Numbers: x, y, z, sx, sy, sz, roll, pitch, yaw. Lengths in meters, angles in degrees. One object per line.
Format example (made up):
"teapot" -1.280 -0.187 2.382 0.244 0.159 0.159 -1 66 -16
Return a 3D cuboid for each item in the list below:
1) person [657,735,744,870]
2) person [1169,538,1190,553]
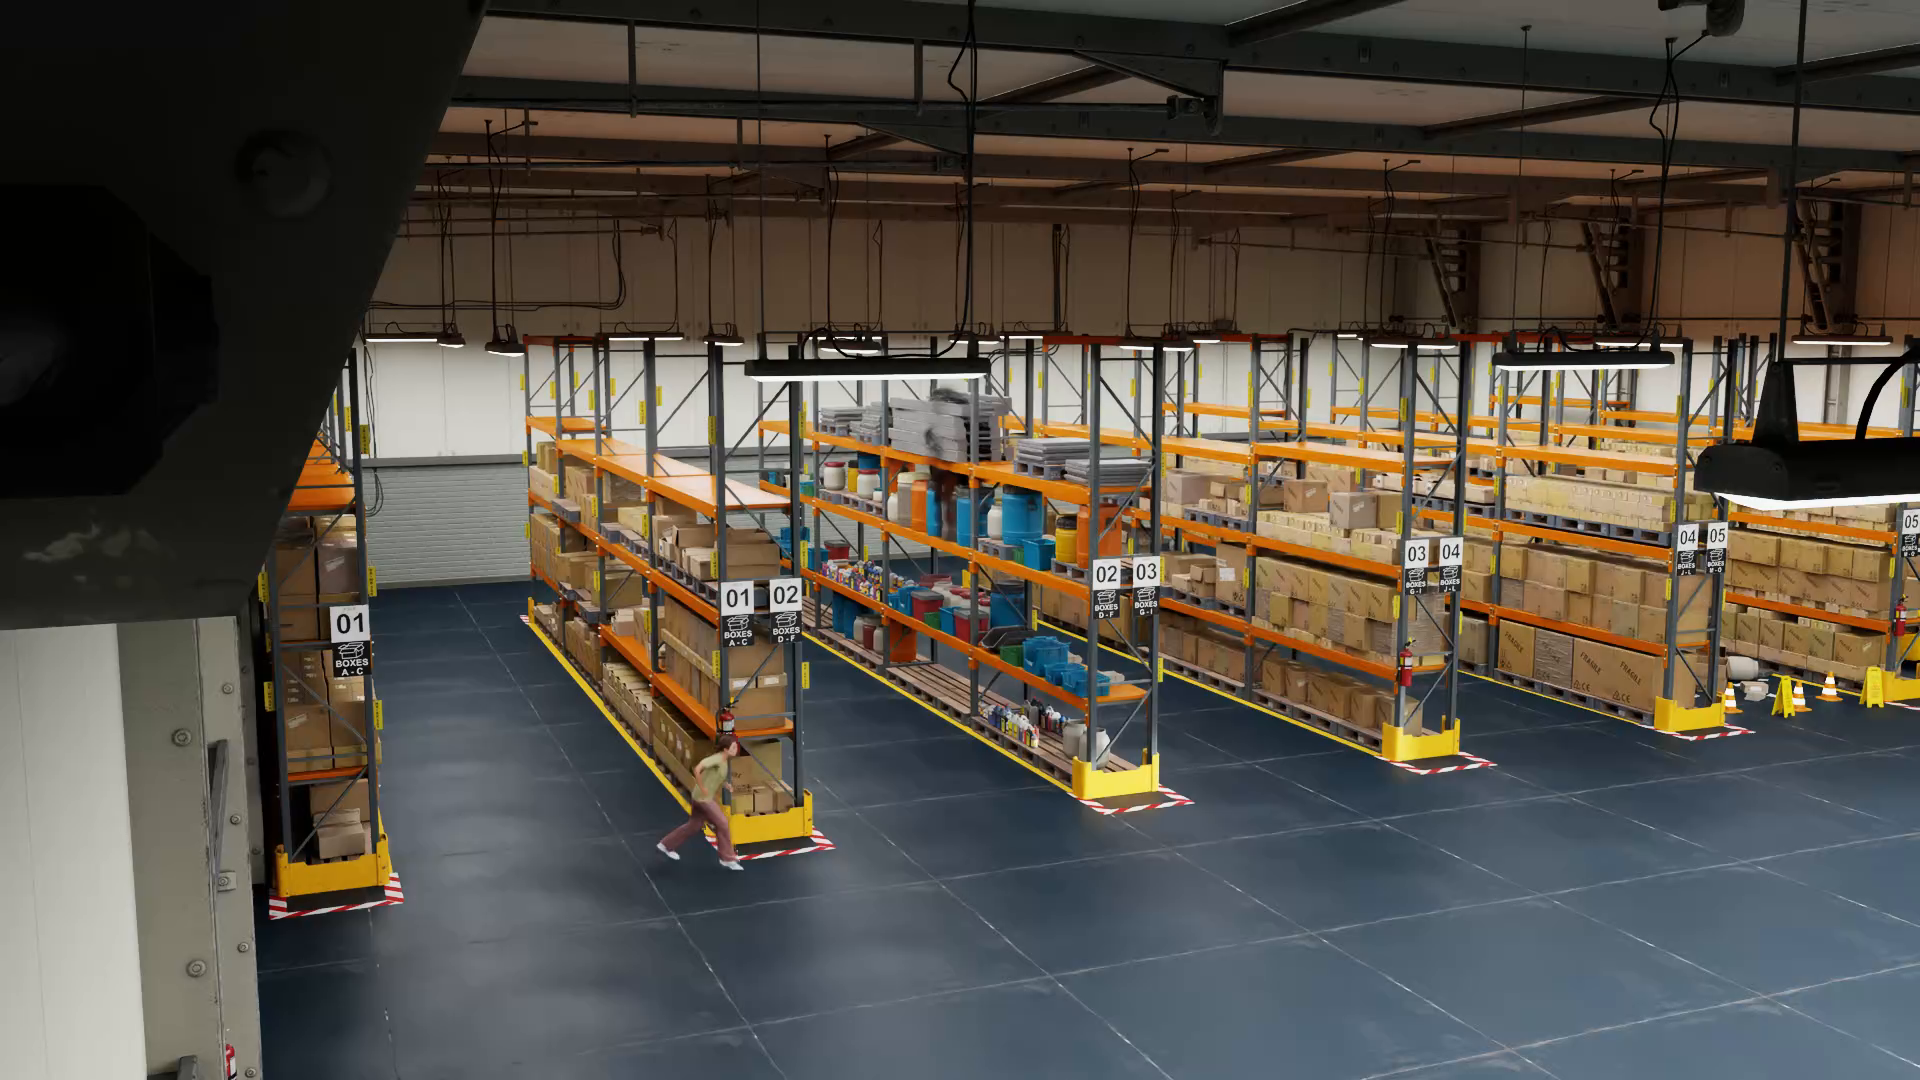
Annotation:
"person" -3.003 3.030 19.126 1.003 1.625 0.615 1 8 6
"person" 5.657 -0.170 42.642 0.537 1.725 0.773 7 10 43
